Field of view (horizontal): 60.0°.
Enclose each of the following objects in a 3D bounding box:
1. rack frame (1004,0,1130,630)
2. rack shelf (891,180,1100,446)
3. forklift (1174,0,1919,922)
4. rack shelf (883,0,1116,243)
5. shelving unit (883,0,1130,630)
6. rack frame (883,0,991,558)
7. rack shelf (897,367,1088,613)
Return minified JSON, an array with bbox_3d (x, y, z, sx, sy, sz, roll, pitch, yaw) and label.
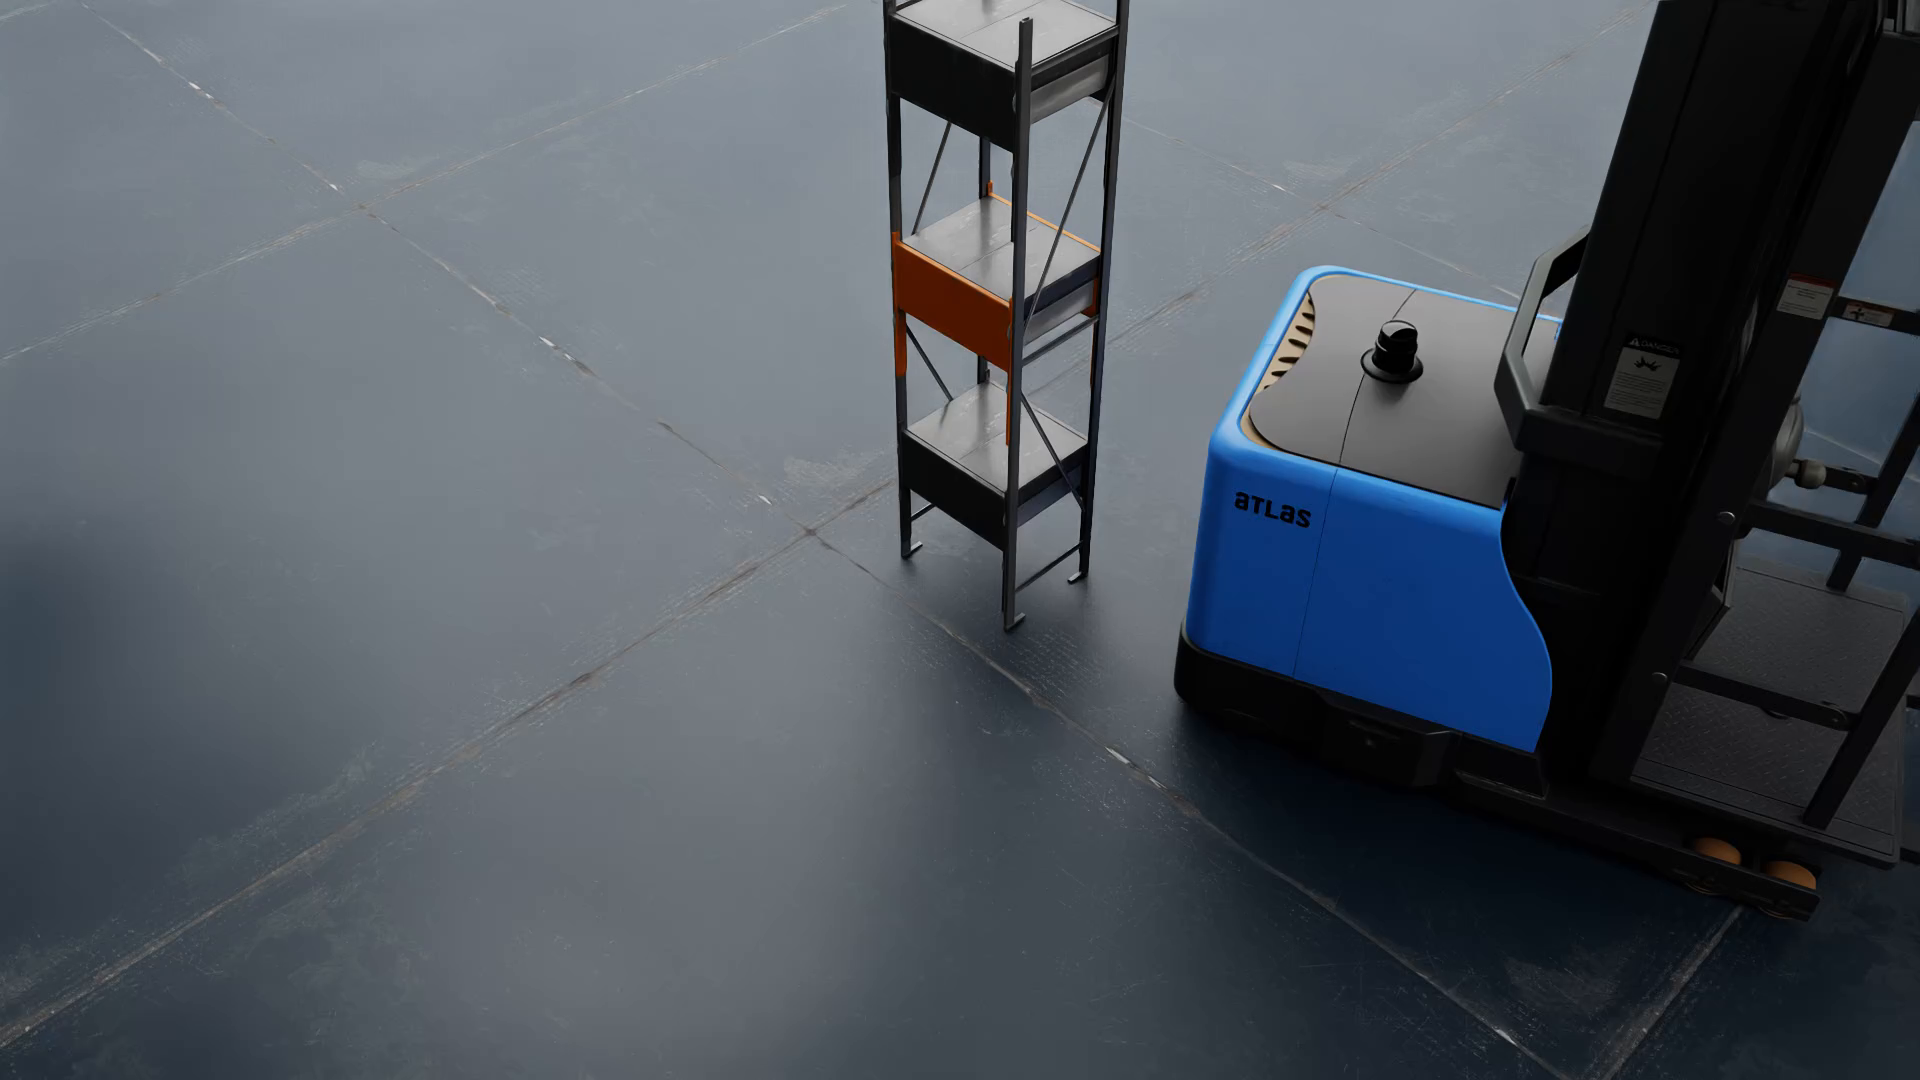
[{"bbox_3d":[0.289,-0.574,4.824,0.400,2.100,0.015,-34,53,-31],"label":"rack frame"},{"bbox_3d":[0.117,-0.682,4.961,0.431,0.518,0.480,-34,53,-31],"label":"rack shelf"},{"bbox_3d":[2.225,-0.441,4.067,3.031,2.935,1.130,17,45,18],"label":"forklift"},{"bbox_3d":[0.117,-1.196,4.486,0.431,0.518,0.480,-34,53,-31],"label":"rack shelf"},{"bbox_3d":[0.117,-0.692,4.951,0.431,2.100,0.503,-34,53,-31],"label":"shelving unit"},{"bbox_3d":[-0.055,-0.809,5.078,0.400,2.100,0.015,-34,53,-31],"label":"rack frame"},{"bbox_3d":[0.117,-0.167,5.436,0.431,0.518,0.480,-34,53,-31],"label":"rack shelf"}]
